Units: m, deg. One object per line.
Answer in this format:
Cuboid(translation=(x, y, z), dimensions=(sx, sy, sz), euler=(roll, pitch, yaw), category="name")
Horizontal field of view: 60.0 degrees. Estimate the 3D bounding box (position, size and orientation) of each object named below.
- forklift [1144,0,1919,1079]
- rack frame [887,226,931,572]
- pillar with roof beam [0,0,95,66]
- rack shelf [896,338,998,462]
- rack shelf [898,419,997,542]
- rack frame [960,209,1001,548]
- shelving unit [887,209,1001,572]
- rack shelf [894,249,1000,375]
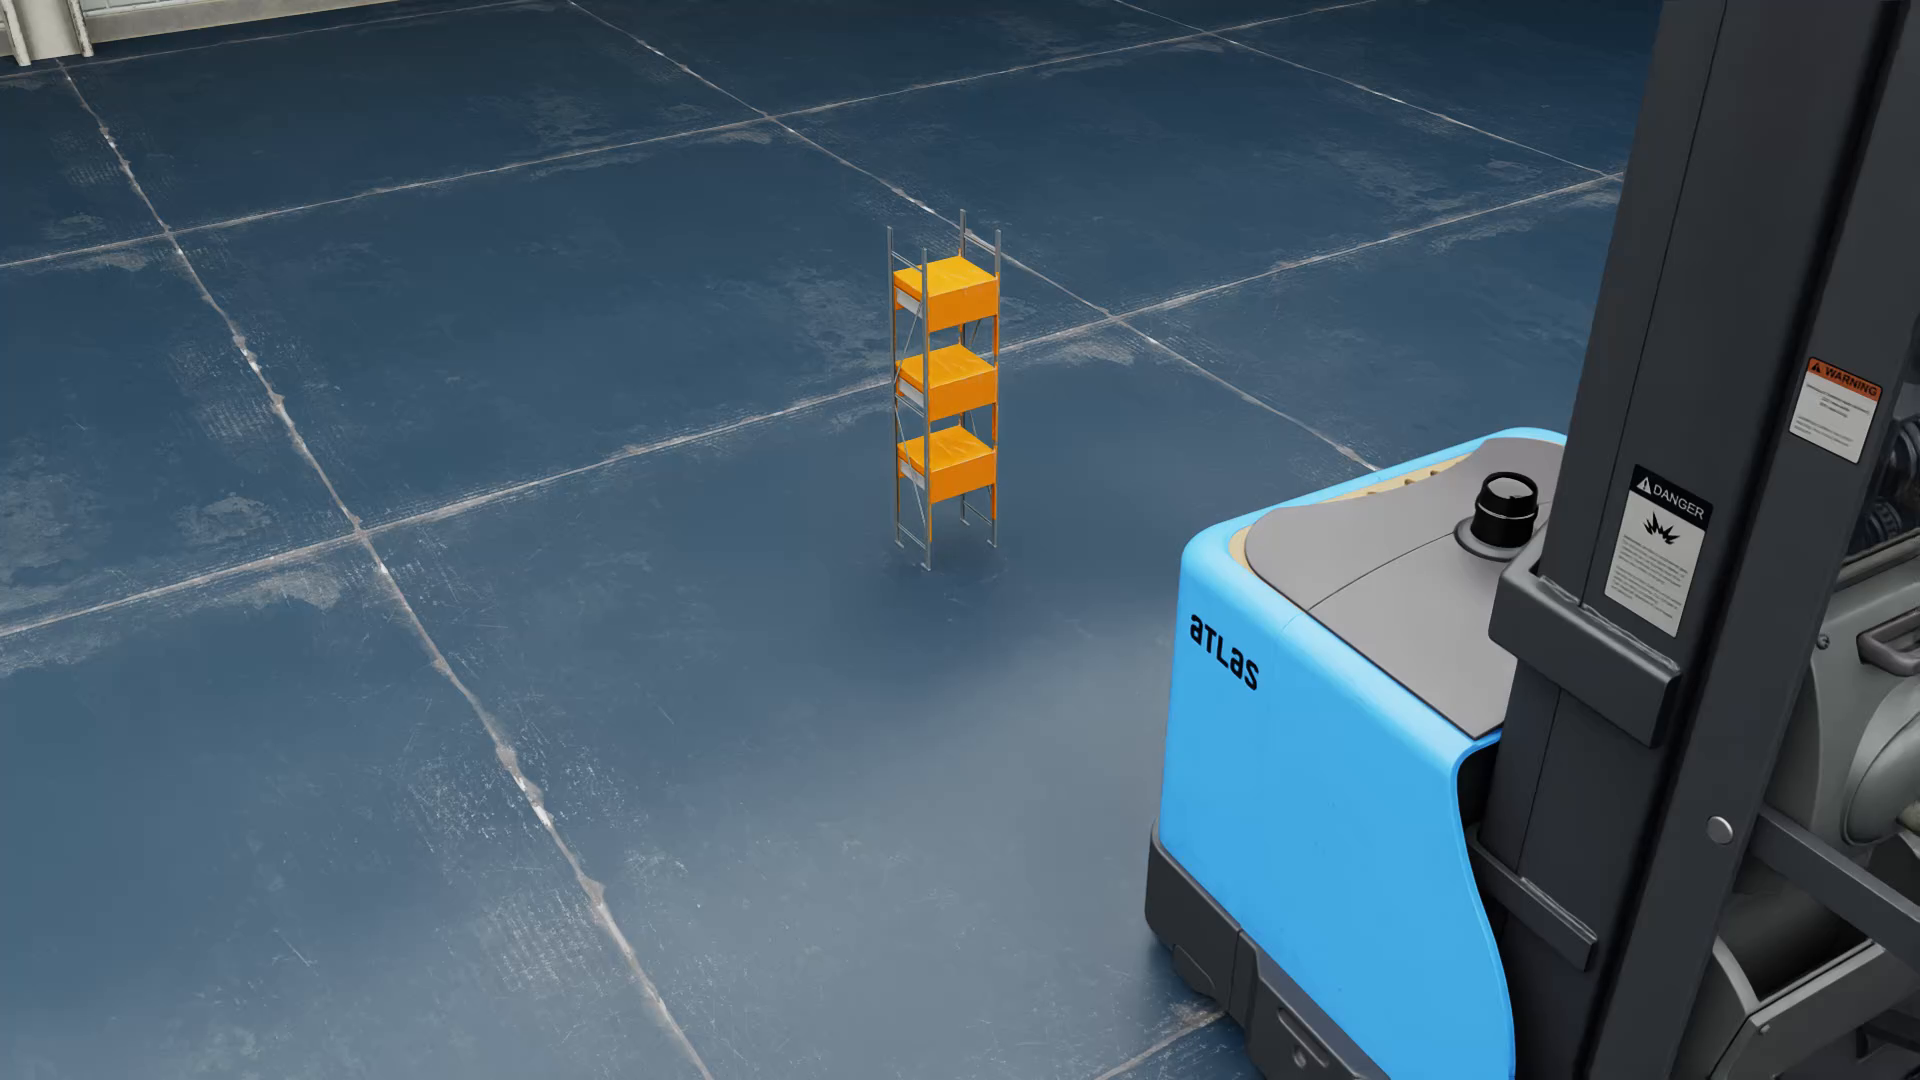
Cuboid(translation=(1.590, 0.209, 2.171), dimensions=(1.130, 2.935, 3.031), euler=(-17, 36, -25), category="forklift")
Cuboid(translation=(-0.148, -0.393, 4.889), dimensions=(0.008, 1.050, 0.200), euler=(-19, 37, -27), category="rack frame")
Cuboid(translation=(-2.996, -4.730, 4.315), dimensions=(0.400, 9.000, 9.100), euler=(-19, 37, -27), category="pillar with roof beam")
Cuboid(translation=(-0.045, -0.420, 4.951), dimensions=(0.240, 0.259, 0.215), euler=(-19, 37, -27), category="rack shelf")
Cuboid(translation=(-0.045, -0.185, 5.099), dimensions=(0.240, 0.259, 0.215), euler=(-19, 37, -27), category="rack shelf")
Cuboid(translation=(0.058, -0.464, 5.001), dimensions=(0.008, 1.050, 0.200), euler=(-19, 37, -27), category="rack frame")
Cuboid(translation=(-0.045, -0.429, 4.945), dimensions=(0.252, 1.050, 0.215), euler=(-19, 37, -27), category="shelving unit")
Cuboid(translation=(-0.045, -0.660, 4.800), dimensions=(0.240, 0.259, 0.215), euler=(-19, 37, -27), category="rack shelf")
